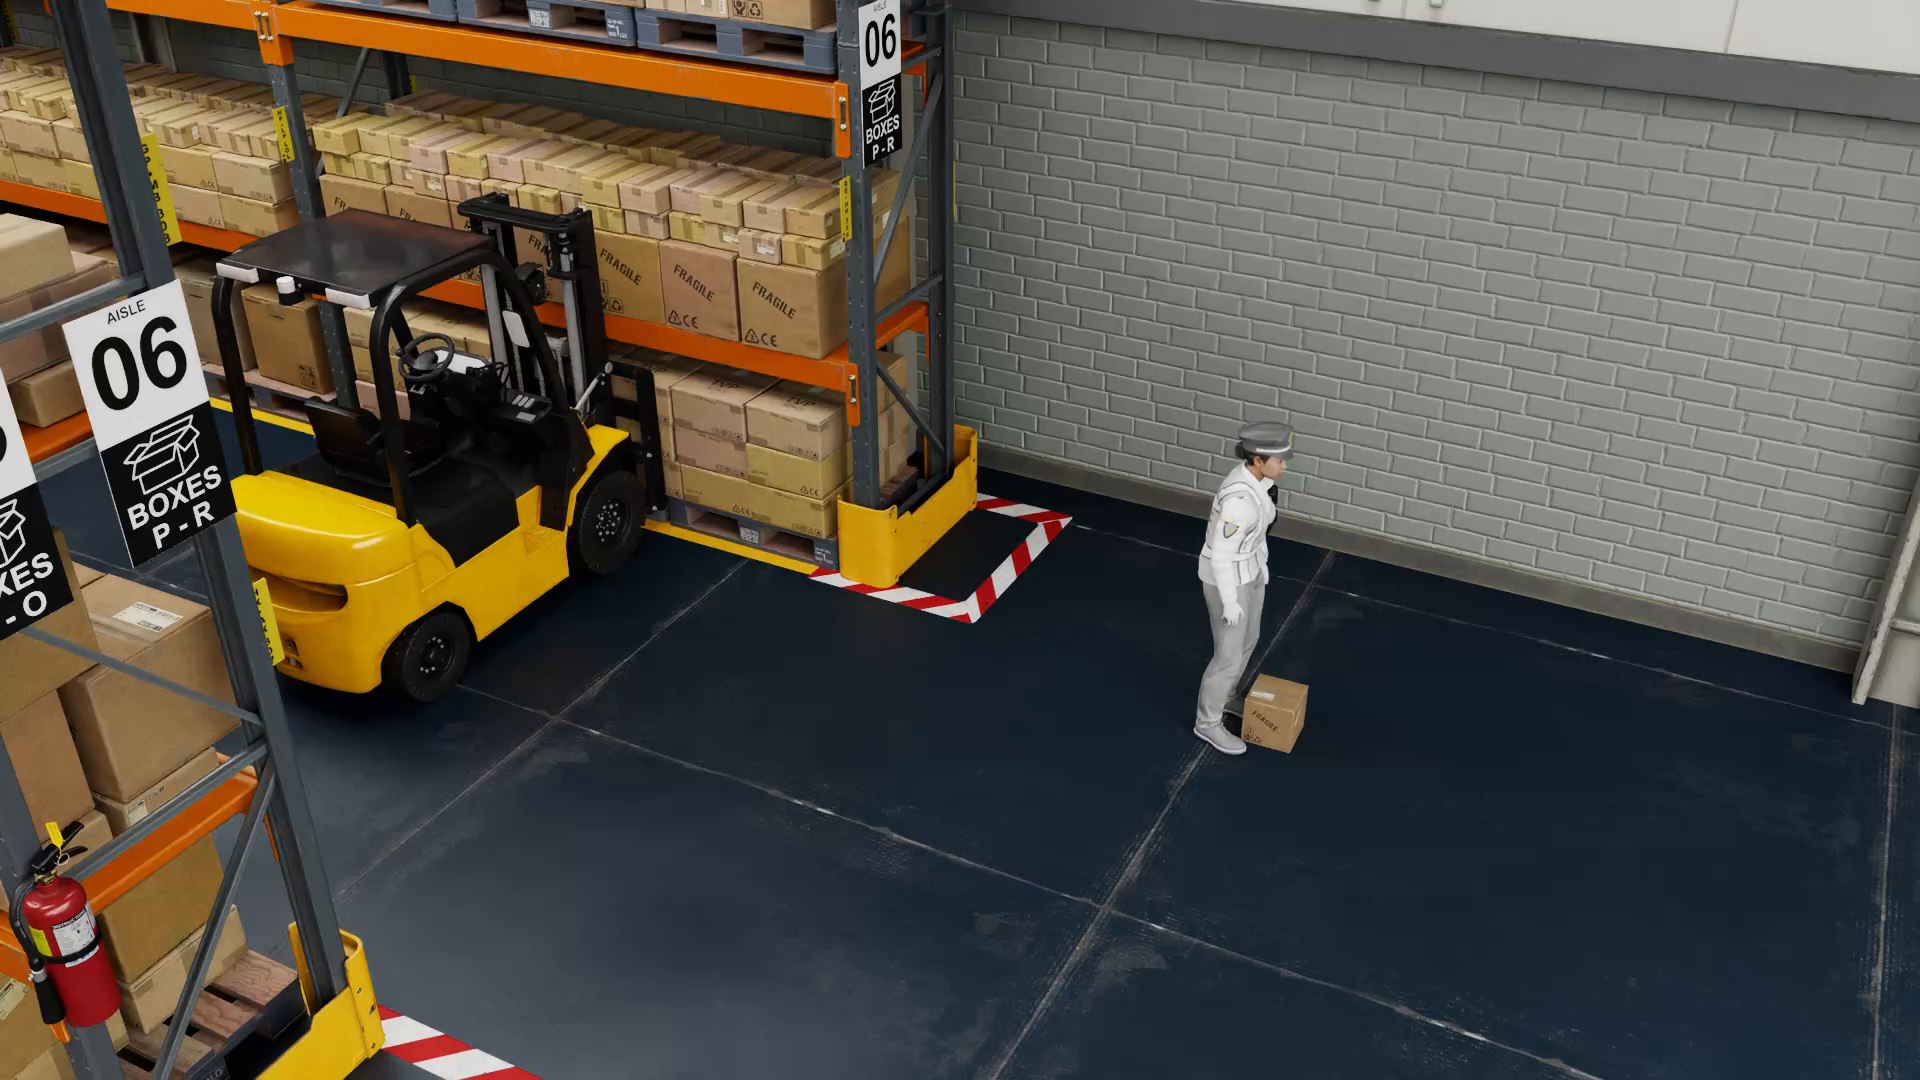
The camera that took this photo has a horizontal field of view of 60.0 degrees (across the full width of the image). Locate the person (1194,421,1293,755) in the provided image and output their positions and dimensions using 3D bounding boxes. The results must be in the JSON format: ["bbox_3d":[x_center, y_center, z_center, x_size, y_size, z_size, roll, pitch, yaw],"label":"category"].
[{"bbox_3d":[1.336,0.195,7.946,0.371,1.664,0.529,15,33,24],"label":"person"}]
